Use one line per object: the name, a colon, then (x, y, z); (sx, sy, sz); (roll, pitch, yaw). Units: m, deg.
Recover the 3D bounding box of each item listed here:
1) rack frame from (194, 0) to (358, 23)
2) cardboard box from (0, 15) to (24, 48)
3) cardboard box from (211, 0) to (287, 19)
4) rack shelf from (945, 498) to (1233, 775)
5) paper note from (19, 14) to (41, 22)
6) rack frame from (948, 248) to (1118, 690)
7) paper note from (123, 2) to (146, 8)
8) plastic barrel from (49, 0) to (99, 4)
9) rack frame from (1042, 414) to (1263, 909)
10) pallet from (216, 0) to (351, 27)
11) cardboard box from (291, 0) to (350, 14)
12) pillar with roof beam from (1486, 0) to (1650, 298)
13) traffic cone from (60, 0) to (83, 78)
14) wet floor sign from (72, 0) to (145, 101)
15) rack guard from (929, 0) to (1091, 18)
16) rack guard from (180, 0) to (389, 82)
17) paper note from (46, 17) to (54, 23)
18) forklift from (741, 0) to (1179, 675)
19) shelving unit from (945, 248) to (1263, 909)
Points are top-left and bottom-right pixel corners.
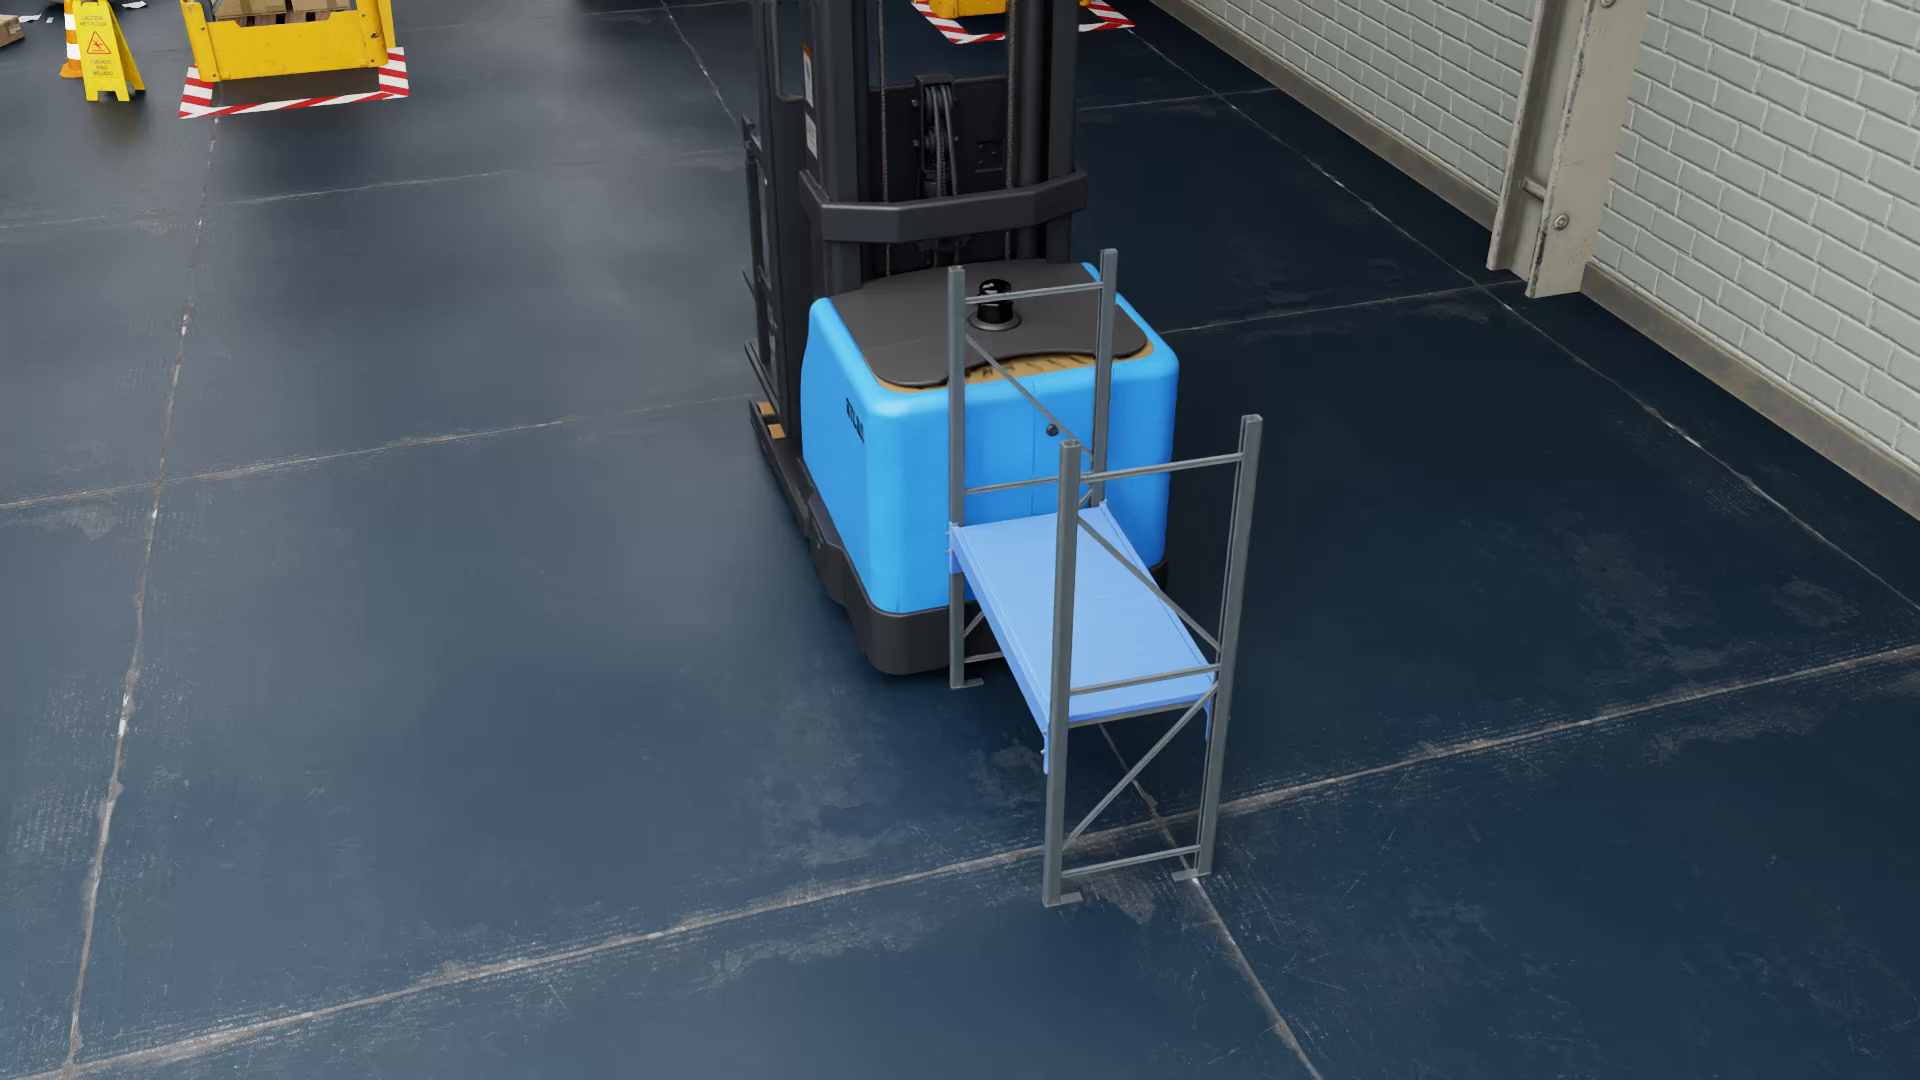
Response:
rack frame: (-4.365, -4.342, 10.100); (1.000, 3.000, 0.127); (-10, 35, -15)
cardboard box: (-6.689, -3.501, 11.413); (0.380, 0.149, 0.250); (7, 34, 10)
cardboard box: (-4.875, -3.762, 11.335); (0.500, 0.250, 0.500); (-10, 35, -15)
rack shelf: (0.344, 0.247, 4.842); (0.538, 0.185, 1.000); (-9, 34, -13)
paper note: (-6.666, -3.731, 11.879); (0.148, 0.019, 0.142); (1, 33, 2)
rack frame: (0.210, -0.173, 5.152); (0.500, 1.500, 0.032); (-9, 34, -13)
paper note: (-6.029, -3.915, 12.148); (0.142, 0.019, 0.148); (-23, 40, -31)
plastic barrel: (-6.437, -4.097, 12.066); (0.512, 0.421, 0.421); (13, 36, 18)
rack frame: (0.478, 0.368, 4.333); (0.500, 1.500, 0.032); (-9, 34, -13)
pallet: (-4.603, -3.651, 11.584); (1.003, 0.211, 1.213); (-10, 35, -15)
cardboard box: (-4.348, -3.840, 11.453); (0.500, 0.250, 0.500); (-10, 35, -15)
pillar with roof beam: (-1.263, -4.324, 4.632); (9.100, 9.000, 0.400); (-10, 35, -15)
traffic cone: (-5.725, -3.292, 10.813); (0.336, 0.463, 0.334); (-10, 35, -15)
wet floor sign: (-5.326, -3.080, 10.326); (0.267, 0.644, 0.232); (1, 33, 2)
rack guard: (0.368, -4.123, 12.036); (1.175, 0.500, 0.348); (-10, 35, -15)
rack guard: (-4.389, -3.339, 10.849); (1.175, 0.500, 0.348); (-10, 35, -15)
paper note: (-6.484, -3.705, 11.847); (0.032, 0.001, 0.123); (-10, 35, -15)
forklift: (-0.231, -1.587, 5.993); (1.130, 2.935, 3.031); (-10, 35, -15)
shelving unit: (0.344, 0.097, 4.742); (0.538, 1.500, 1.048); (-9, 34, -13)
